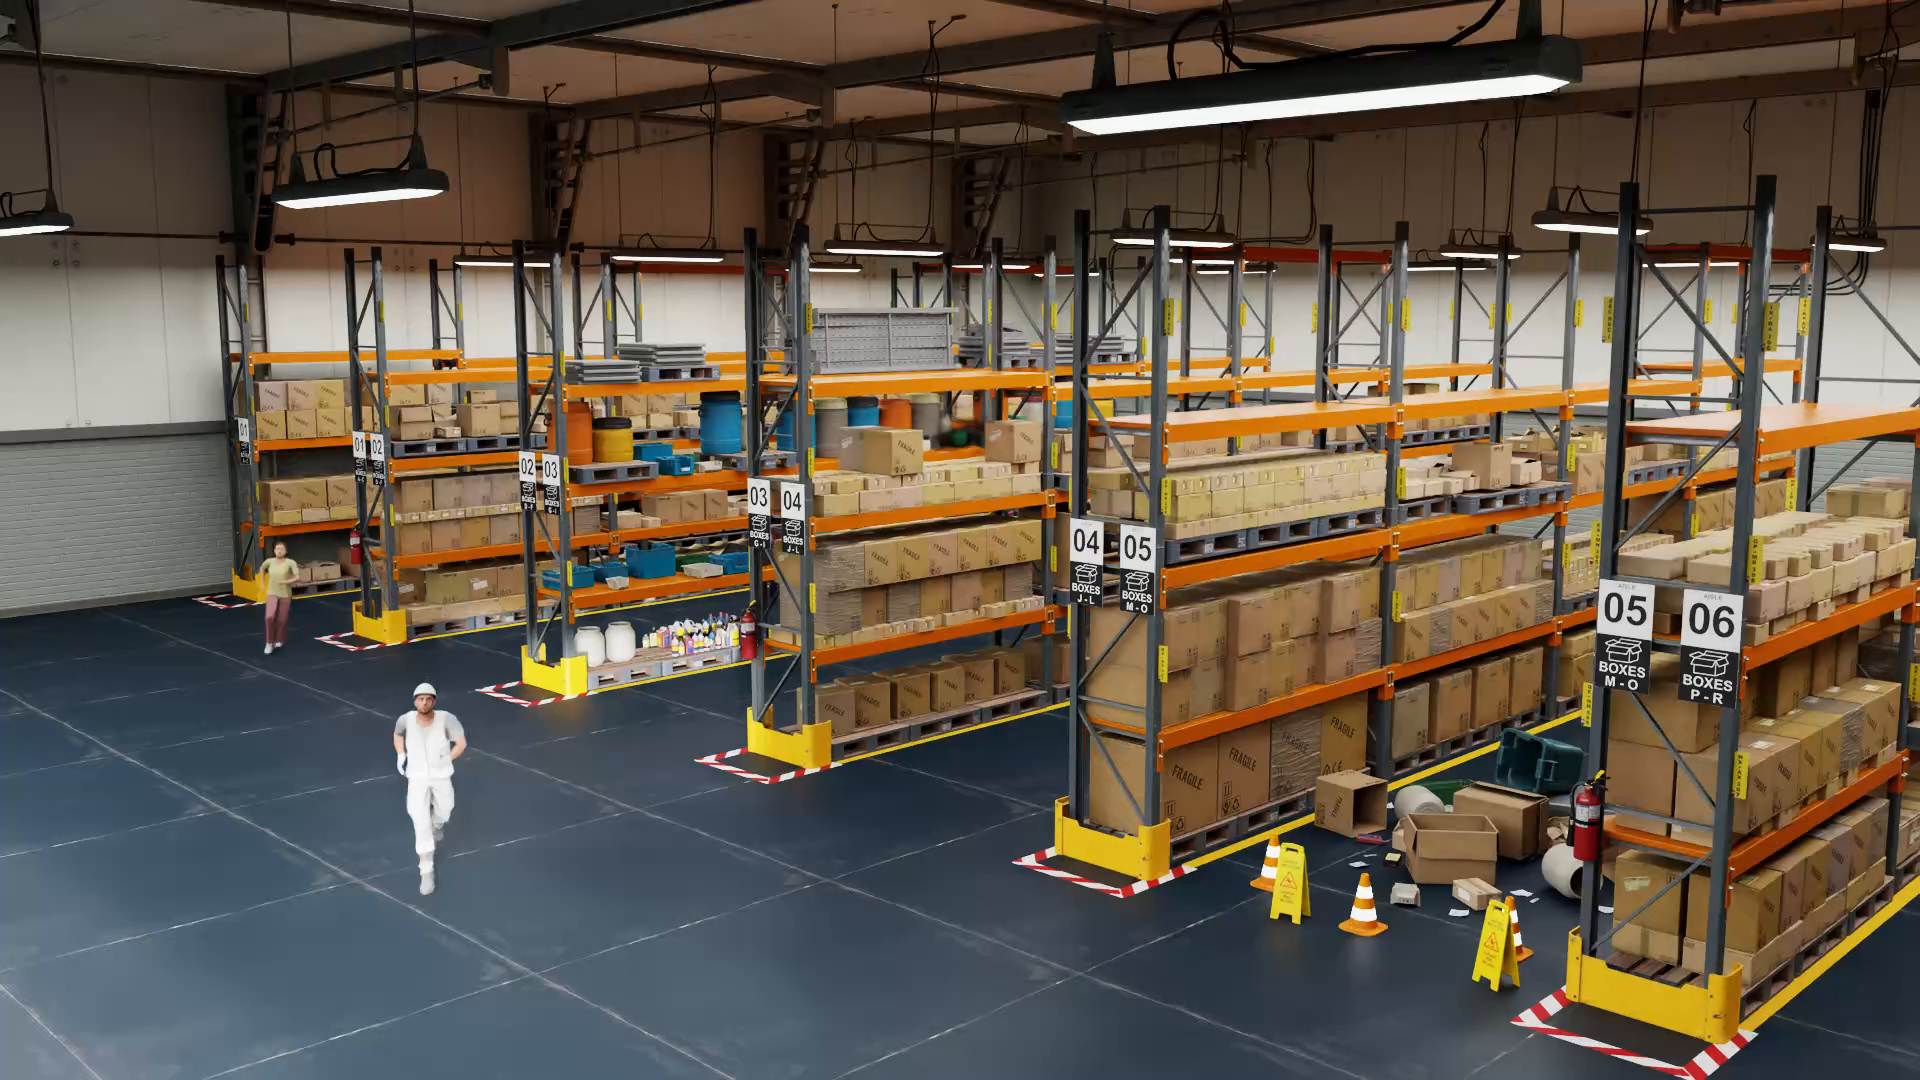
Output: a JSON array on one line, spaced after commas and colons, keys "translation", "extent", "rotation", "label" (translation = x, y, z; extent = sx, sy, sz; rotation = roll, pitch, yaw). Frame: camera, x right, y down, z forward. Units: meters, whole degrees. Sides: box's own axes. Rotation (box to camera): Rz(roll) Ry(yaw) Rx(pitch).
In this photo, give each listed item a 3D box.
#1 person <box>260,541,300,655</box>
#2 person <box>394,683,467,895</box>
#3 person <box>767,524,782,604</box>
[{"translation": [-10.110, 0.843, 24.765], "extent": [0.568, 1.664, 0.661], "rotation": [-3, 9, -19], "label": "person"}, {"translation": [-4.789, 2.162, 15.093], "extent": [0.623, 1.789, 1.172], "rotation": [-3, 9, -20], "label": "person"}, {"translation": [-3.027, 0.216, 27.230], "extent": [0.613, 1.665, 0.833], "rotation": [7, 11, 41], "label": "person"}]
